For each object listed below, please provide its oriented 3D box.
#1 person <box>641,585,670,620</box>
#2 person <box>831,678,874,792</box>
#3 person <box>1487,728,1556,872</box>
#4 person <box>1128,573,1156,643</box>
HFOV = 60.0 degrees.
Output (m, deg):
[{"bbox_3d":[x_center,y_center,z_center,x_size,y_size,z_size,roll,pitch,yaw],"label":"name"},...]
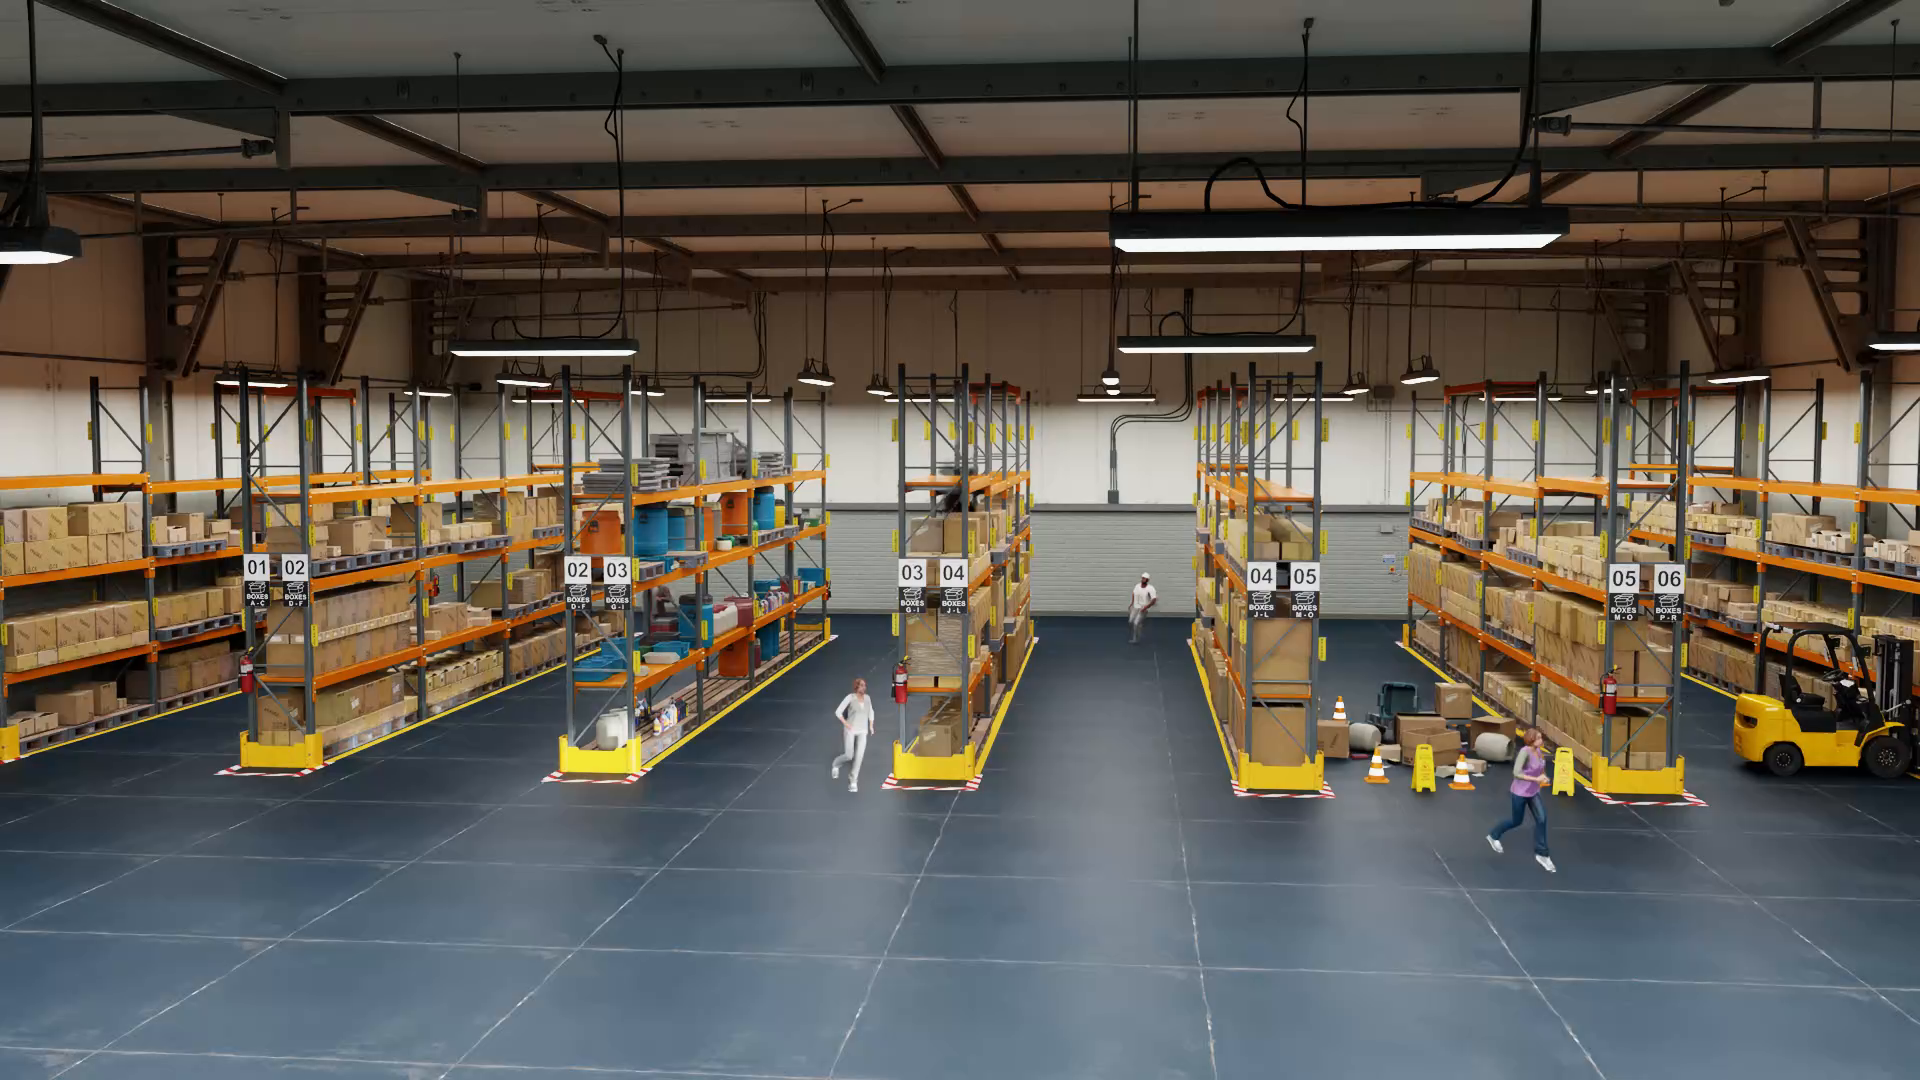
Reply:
[{"bbox_3d":[-6.899,1.678,37.718,0.687,1.797,0.988,0,4,-6],"label":"person"},{"bbox_3d":[-1.460,2.723,23.500,0.602,1.545,0.742,-2,4,-27],"label":"person"},{"bbox_3d":[6.536,2.967,19.314,0.563,1.612,0.903,-3,5,-39],"label":"person"},{"bbox_3d":[4.299,1.628,39.511,0.745,1.685,0.531,3,5,40],"label":"person"}]
